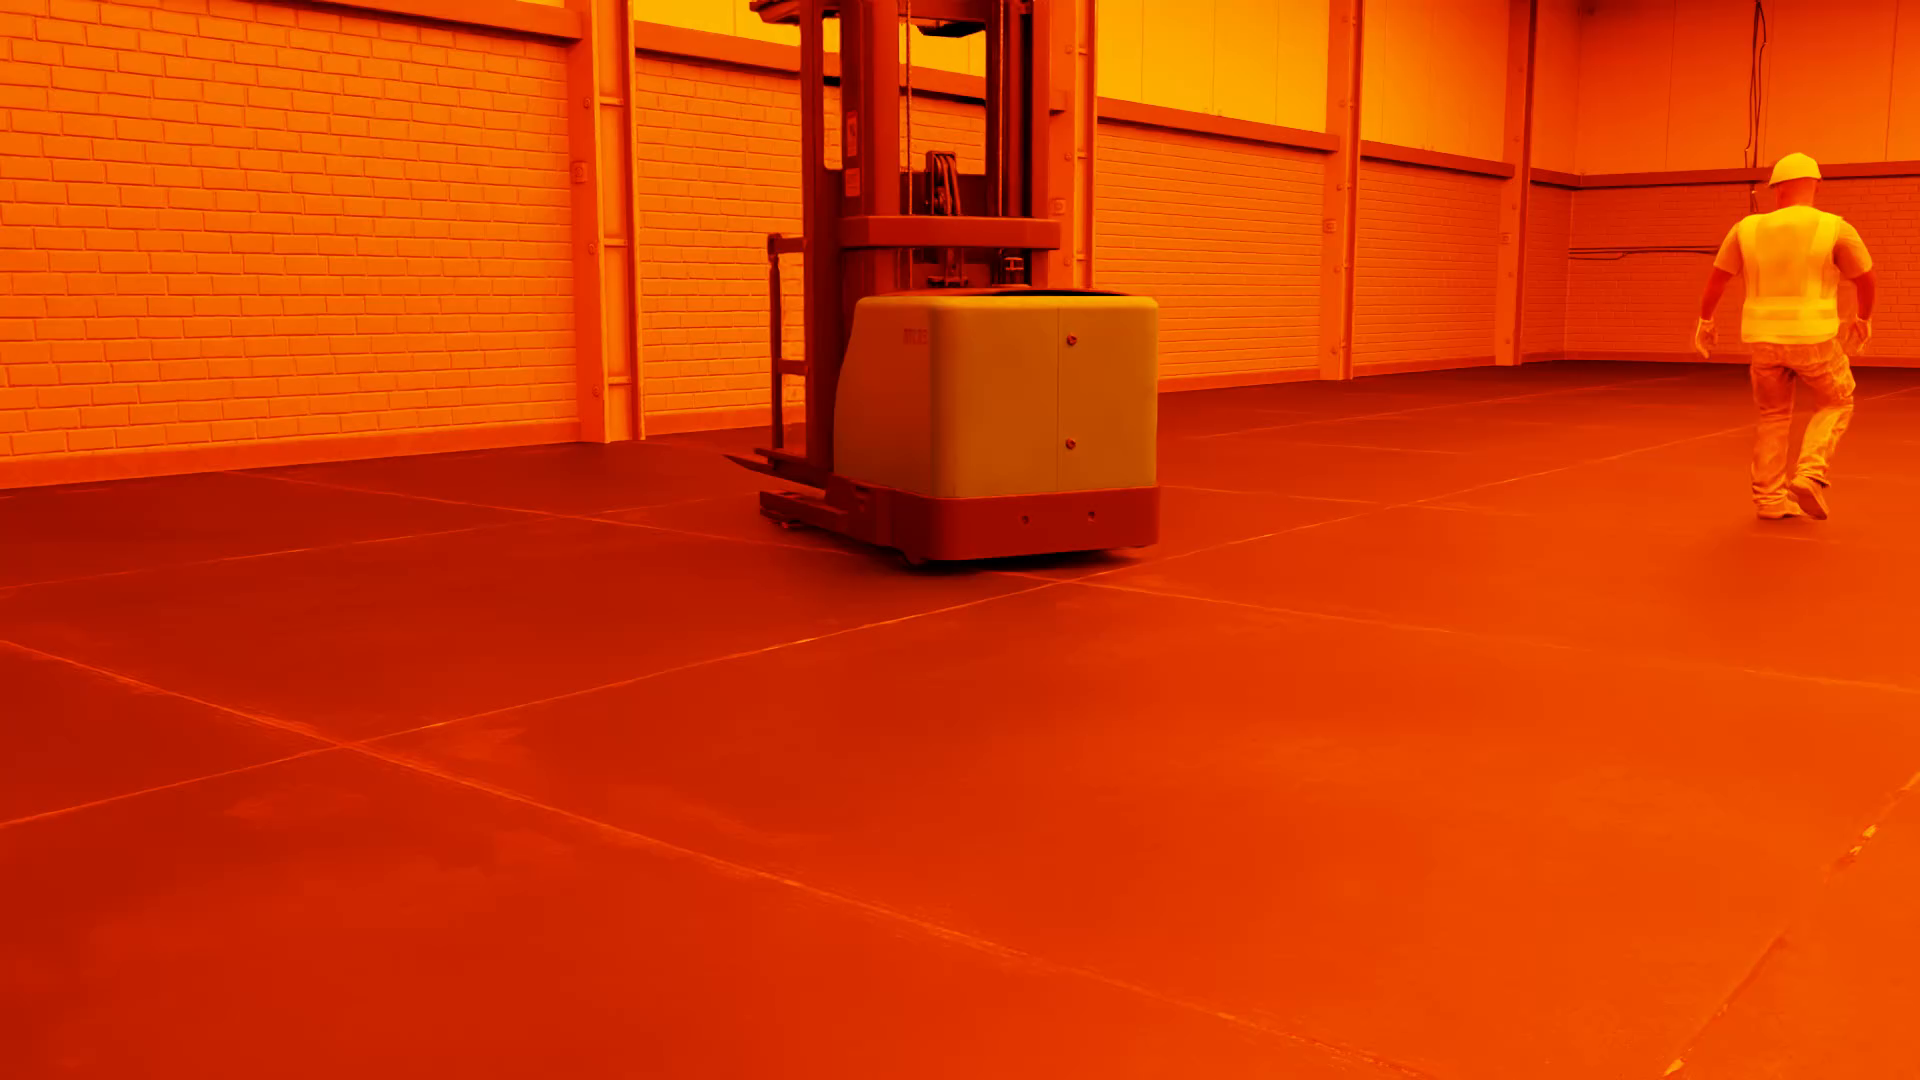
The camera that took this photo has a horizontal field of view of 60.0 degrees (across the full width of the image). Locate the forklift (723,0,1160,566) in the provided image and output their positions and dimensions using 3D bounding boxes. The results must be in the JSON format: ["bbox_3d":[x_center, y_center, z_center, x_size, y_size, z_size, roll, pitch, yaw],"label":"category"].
[{"bbox_3d":[-0.302,-1.524,7.698,1.130,2.935,3.031,-4,9,-27],"label":"forklift"}]

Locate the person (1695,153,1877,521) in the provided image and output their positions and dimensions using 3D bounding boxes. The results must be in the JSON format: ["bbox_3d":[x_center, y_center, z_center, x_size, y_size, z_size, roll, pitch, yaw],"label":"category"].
[{"bbox_3d":[3.995,-0.977,8.066,0.488,1.750,0.805,-7,11,-40],"label":"person"}]
